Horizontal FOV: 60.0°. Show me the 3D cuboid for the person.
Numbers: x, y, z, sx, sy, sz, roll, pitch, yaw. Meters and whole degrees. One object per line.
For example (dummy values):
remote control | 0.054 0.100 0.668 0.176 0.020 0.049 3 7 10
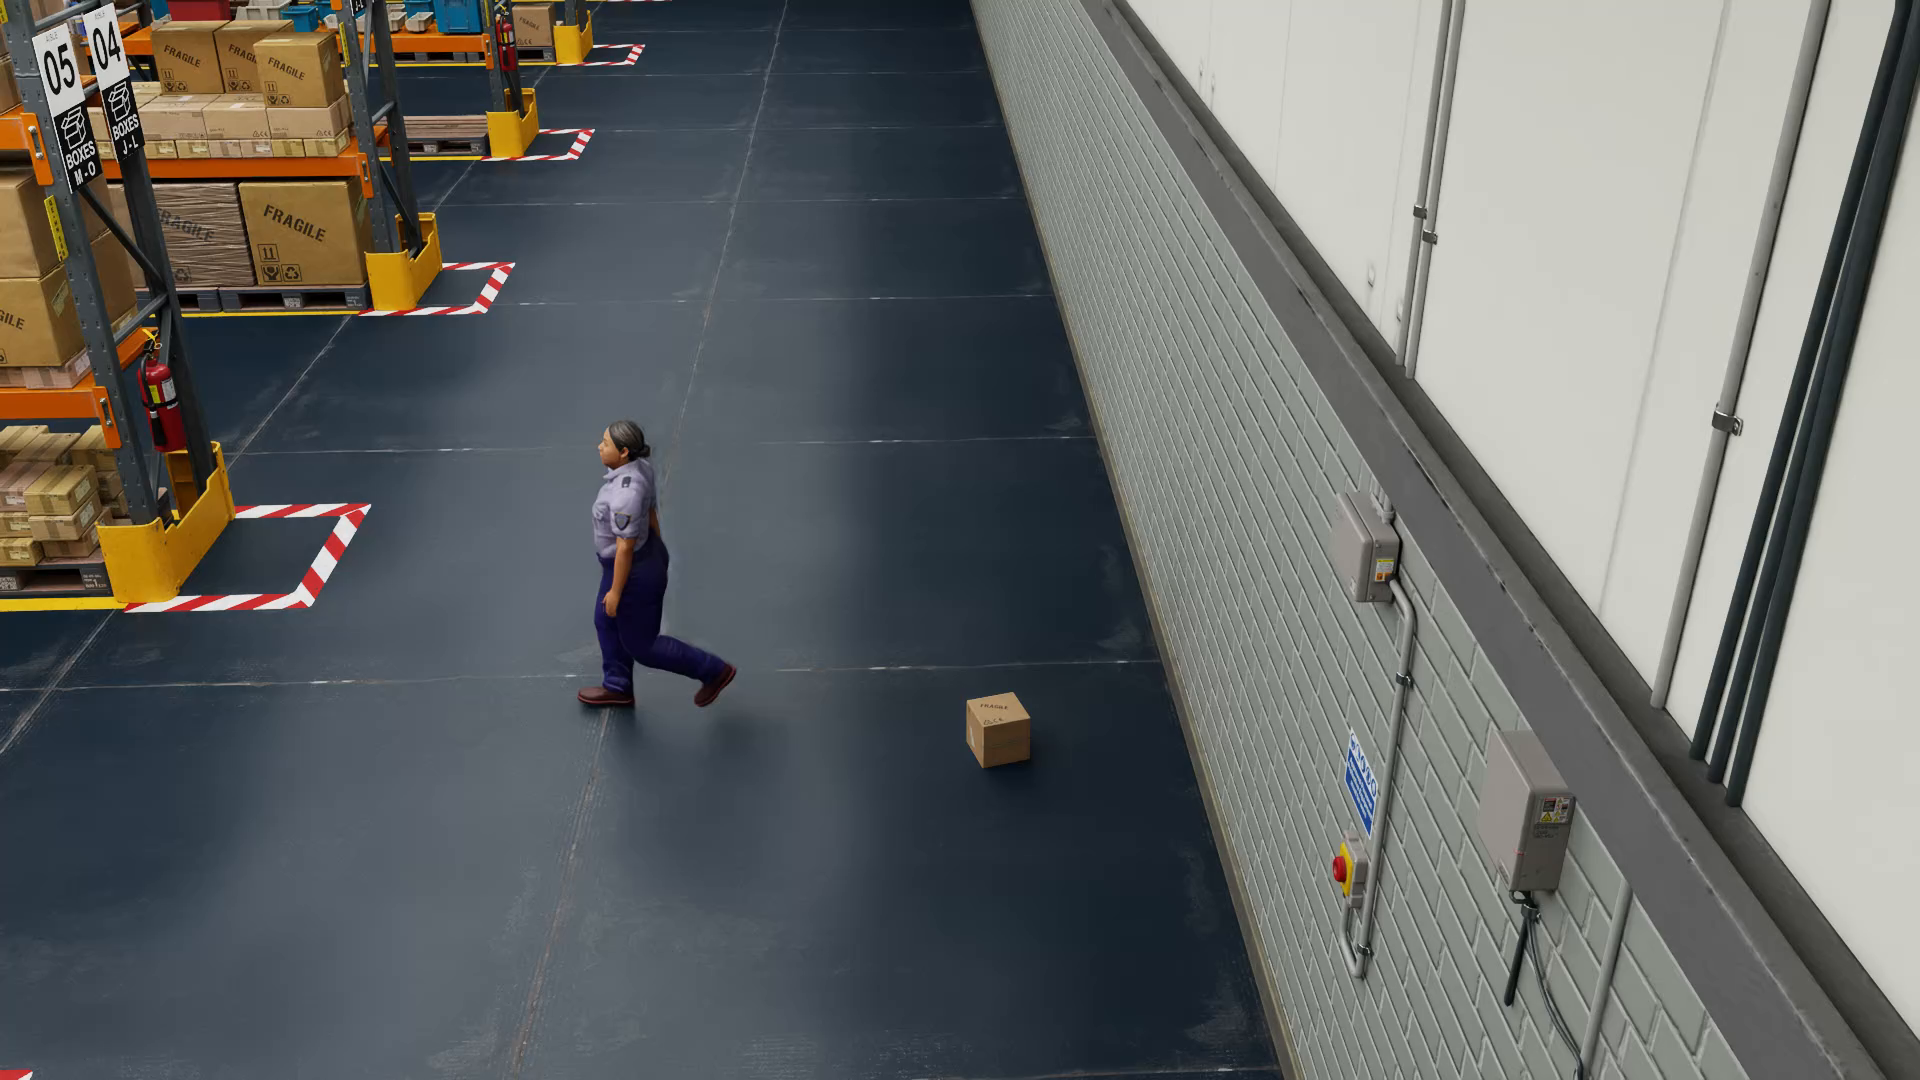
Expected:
person | -1.579 0.151 8.333 0.858 1.605 0.492 -1 28 -2
